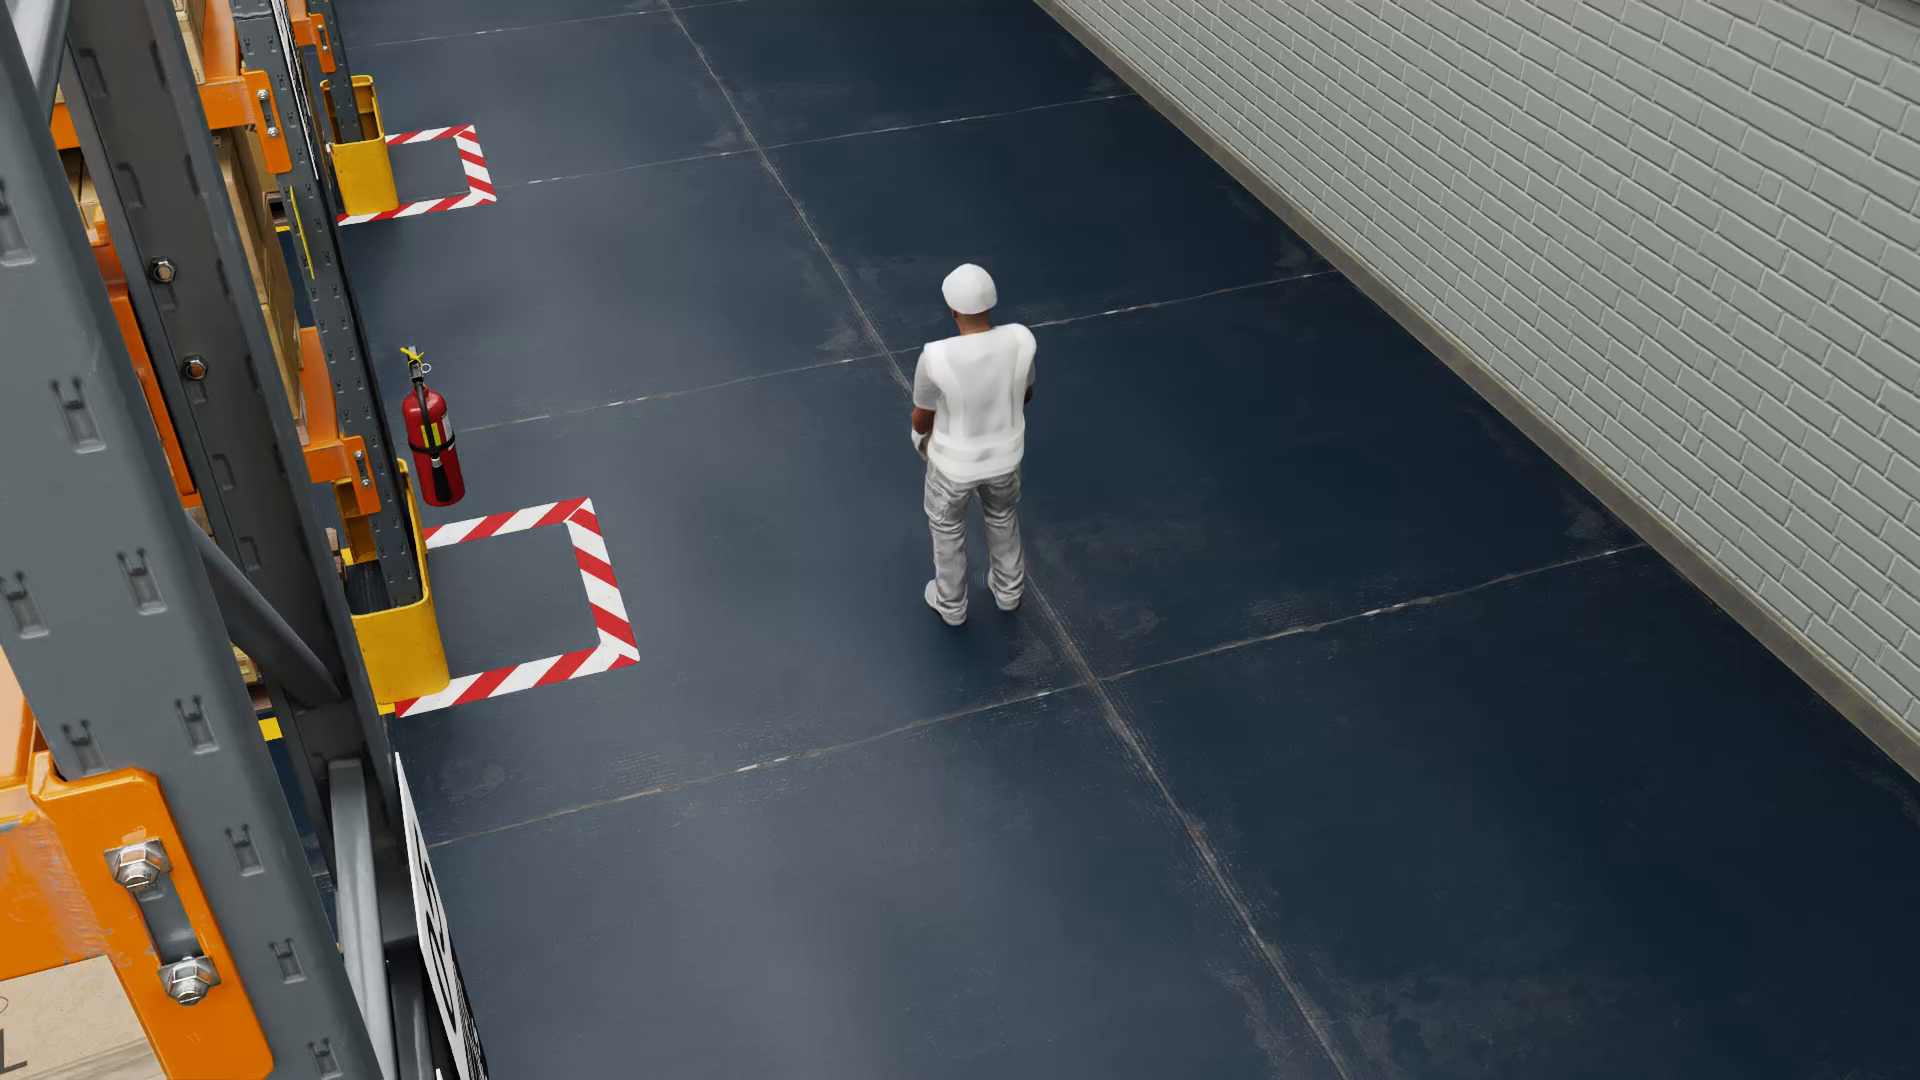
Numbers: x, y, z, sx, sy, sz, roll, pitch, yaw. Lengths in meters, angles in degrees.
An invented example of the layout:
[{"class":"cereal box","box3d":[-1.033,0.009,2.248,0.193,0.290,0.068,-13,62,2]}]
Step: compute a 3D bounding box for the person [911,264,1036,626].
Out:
[{"class":"person","box3d":[0.044,-0.410,7.302,0.555,1.787,0.469,-13,39,-17]}]
